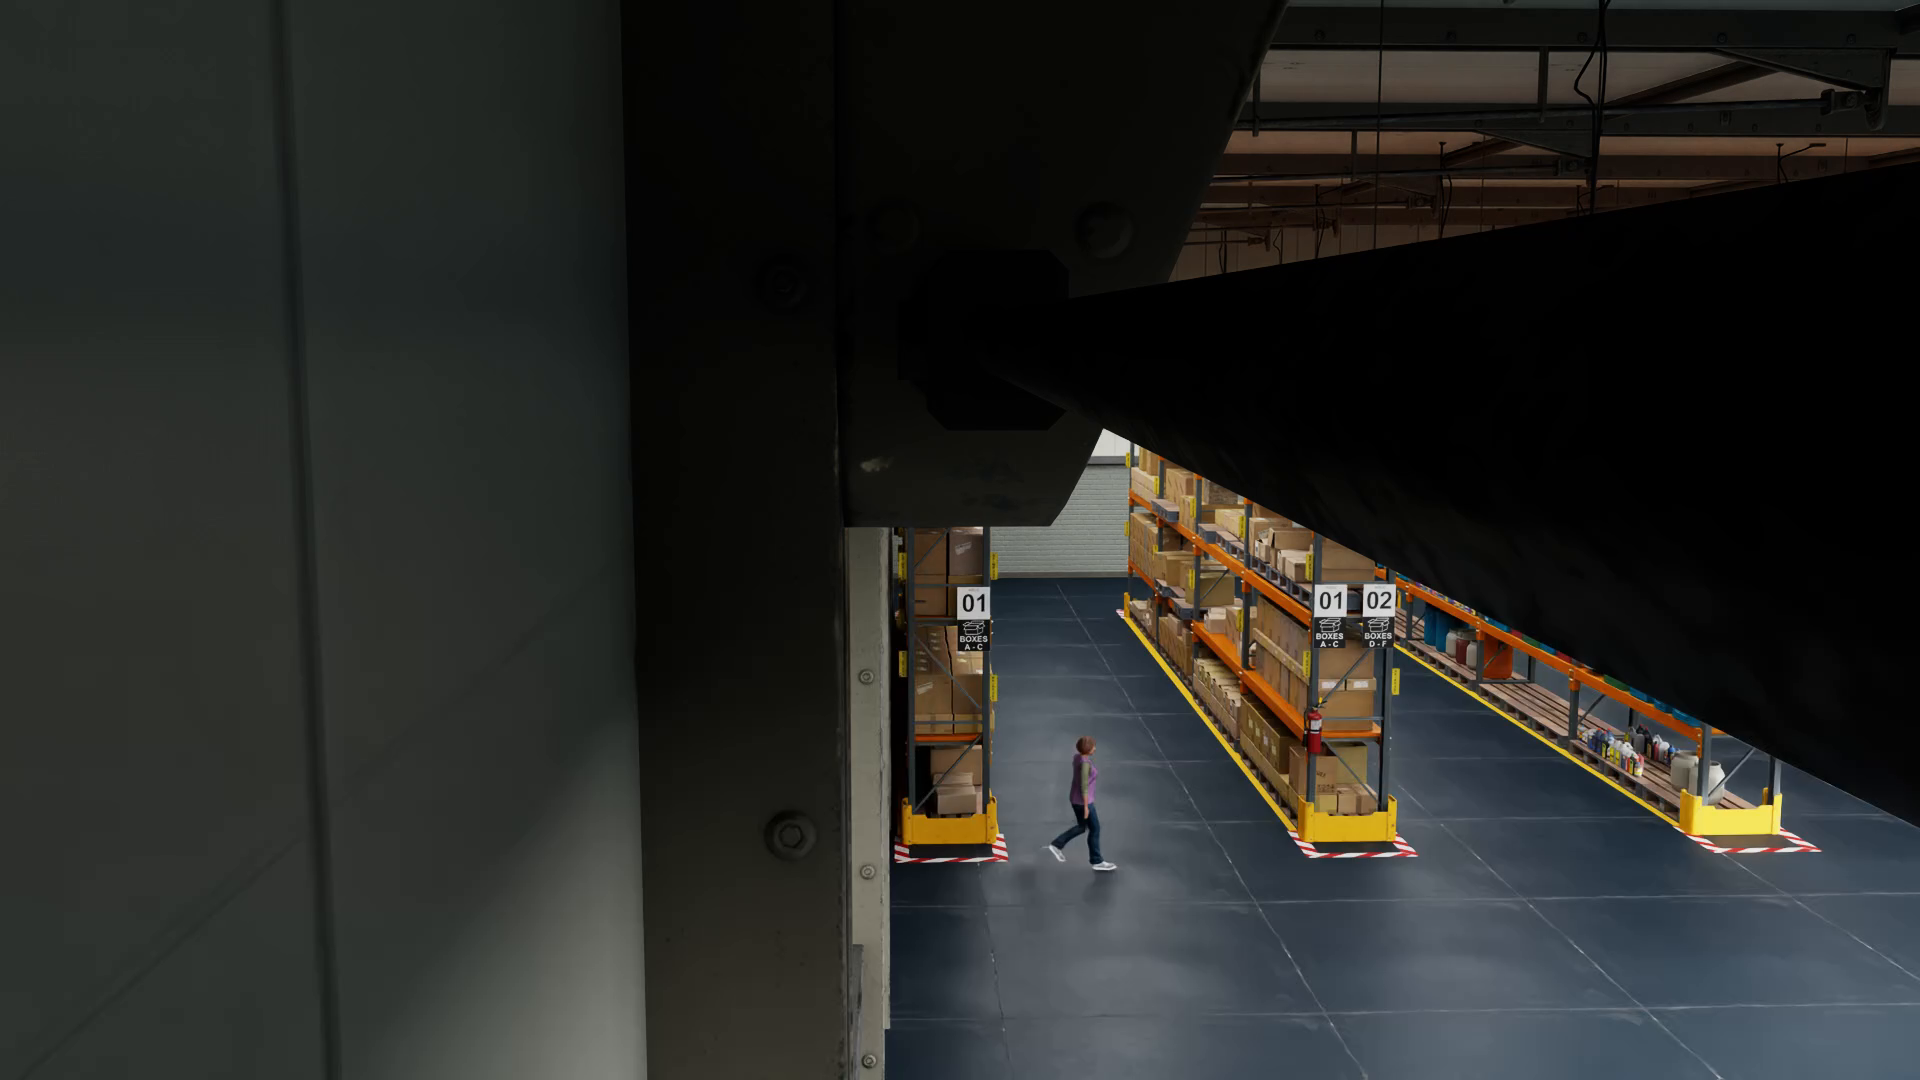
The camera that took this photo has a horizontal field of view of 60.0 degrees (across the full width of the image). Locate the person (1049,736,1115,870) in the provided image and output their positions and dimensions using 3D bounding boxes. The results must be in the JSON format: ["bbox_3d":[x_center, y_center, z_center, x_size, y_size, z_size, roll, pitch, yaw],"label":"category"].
[{"bbox_3d":[1.421,3.061,19.434,0.764,1.574,0.445,-1,7,-8],"label":"person"}]
